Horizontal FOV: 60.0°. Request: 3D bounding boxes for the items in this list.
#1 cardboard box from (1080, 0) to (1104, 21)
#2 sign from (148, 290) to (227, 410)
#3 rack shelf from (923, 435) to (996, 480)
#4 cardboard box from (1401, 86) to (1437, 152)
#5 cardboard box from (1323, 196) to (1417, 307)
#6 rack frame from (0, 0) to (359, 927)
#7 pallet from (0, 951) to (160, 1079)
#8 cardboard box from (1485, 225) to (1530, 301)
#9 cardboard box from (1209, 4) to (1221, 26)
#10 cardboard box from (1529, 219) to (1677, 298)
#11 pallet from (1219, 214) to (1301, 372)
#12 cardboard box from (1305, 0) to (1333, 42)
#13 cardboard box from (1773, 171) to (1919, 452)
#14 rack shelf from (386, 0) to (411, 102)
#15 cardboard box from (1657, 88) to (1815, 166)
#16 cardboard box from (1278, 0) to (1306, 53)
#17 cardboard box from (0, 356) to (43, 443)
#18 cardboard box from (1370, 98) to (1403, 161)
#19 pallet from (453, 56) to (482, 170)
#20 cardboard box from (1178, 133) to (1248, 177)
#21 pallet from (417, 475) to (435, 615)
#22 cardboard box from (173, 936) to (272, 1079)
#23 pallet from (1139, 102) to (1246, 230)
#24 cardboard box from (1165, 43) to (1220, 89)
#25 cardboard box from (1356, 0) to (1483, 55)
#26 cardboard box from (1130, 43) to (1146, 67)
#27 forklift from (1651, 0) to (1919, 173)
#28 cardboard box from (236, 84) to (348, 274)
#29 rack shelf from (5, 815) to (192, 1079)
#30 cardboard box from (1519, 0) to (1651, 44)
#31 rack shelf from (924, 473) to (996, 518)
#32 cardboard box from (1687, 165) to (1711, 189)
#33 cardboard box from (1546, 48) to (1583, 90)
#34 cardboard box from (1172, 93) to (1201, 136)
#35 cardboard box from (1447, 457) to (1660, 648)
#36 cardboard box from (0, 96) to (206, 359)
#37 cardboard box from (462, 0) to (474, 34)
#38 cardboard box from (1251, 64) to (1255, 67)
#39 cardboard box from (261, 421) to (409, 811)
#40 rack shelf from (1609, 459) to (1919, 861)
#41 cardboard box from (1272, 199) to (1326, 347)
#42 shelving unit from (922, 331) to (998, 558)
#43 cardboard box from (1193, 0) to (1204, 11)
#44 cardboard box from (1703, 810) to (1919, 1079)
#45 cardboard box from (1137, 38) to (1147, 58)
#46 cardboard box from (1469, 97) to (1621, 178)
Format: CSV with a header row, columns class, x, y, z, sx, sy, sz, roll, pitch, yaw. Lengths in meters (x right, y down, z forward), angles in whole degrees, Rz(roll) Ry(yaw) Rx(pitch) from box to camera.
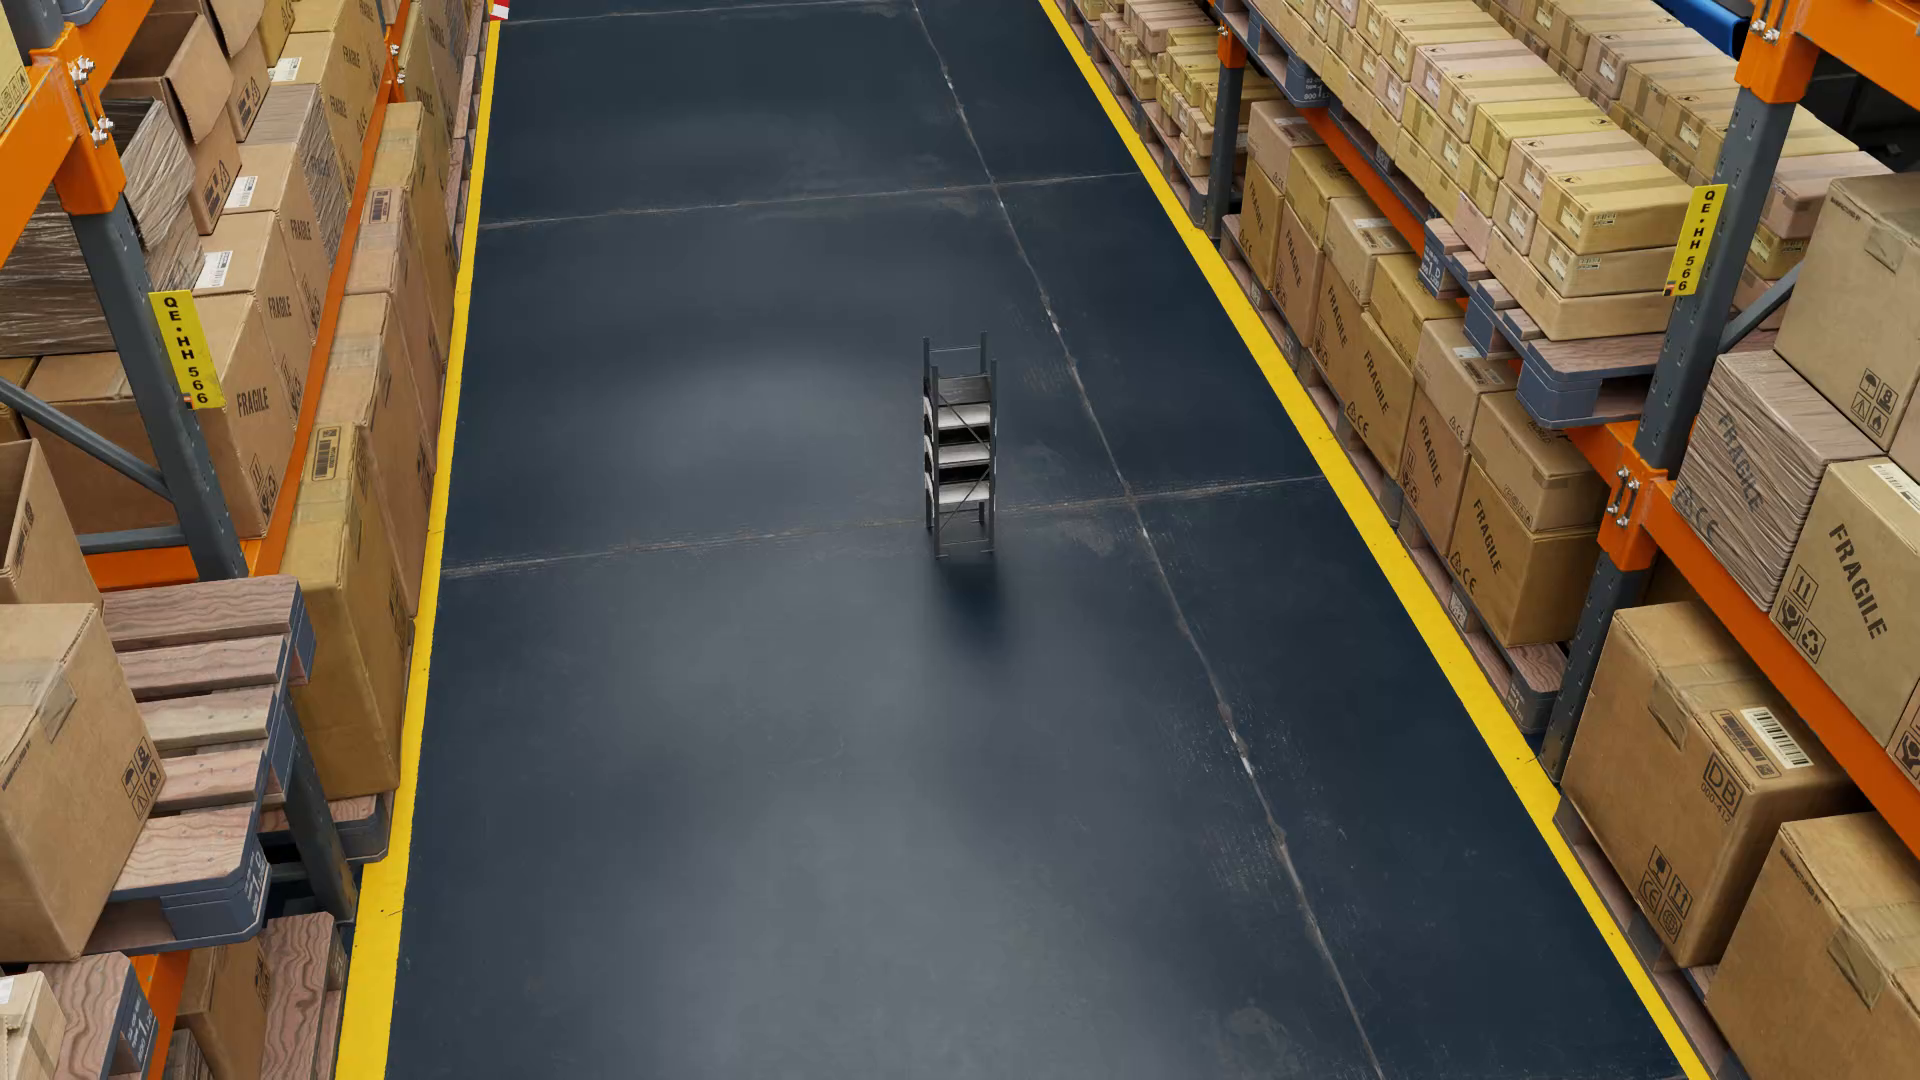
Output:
class,x,y,z,sx,sy,sz,roll,pitch,yaw
cardboard box,0.992,-3.494,10.784,0.380,0.149,0.250,-6,38,-7
sign,-1.865,-0.455,4.012,0.100,0.325,0.005,-6,38,-8
rack shelf,-0.001,-0.334,6.501,0.258,0.077,0.200,-6,38,-8
cardboard box,1.787,-1.493,5.847,0.380,0.149,0.250,-6,38,-8
cardboard box,1.853,-1.224,6.965,0.500,0.250,0.500,-5,38,-6
rack frame,-2.397,0.035,4.260,1.000,3.000,0.127,-6,38,-8
pallet,-2.010,1.302,2.786,1.003,0.211,1.213,-6,38,-8
cardboard box,1.923,-0.903,5.330,0.380,0.149,0.250,-6,38,-8
cardboard box,1.702,-3.153,9.860,0.380,0.149,0.250,-8,39,-10
cardboard box,1.969,-0.871,5.047,0.380,0.149,0.250,-5,38,-7
pallet,1.940,-1.283,8.229,1.003,0.211,1.213,-6,38,-8
cardboard box,1.607,-2.119,6.652,0.380,0.149,0.250,-5,38,-6
cardboard box,2.573,-0.600,4.181,0.700,0.500,0.500,-6,38,-8
rack shelf,-3.449,-3.305,9.146,1.077,0.370,4.000,-6,38,-8
cardboard box,2.525,-1.350,5.420,0.380,0.149,0.250,-6,38,-8
cardboard box,1.556,-2.163,6.952,0.380,0.149,0.250,-6,38,-7
cardboard box,-2.728,-0.276,4.579,0.500,0.500,0.500,-5,38,-7
cardboard box,1.745,-1.528,6.135,0.380,0.149,0.250,-5,38,-7
pallet,-3.372,-2.486,9.778,1.003,0.211,1.213,-6,38,-8
cardboard box,1.398,-2.094,8.982,0.380,0.149,0.250,-6,38,-7
pallet,-2.672,-0.084,6.686,1.003,0.211,1.213,-6,38,-8
cardboard box,-2.260,1.251,4.374,0.700,0.500,0.500,-8,39,-10
pallet,1.650,-2.155,9.351,1.003,0.211,1.213,-6,38,-8
cardboard box,1.349,-2.615,9.168,0.380,0.149,0.250,-7,38,-8
cardboard box,1.697,-1.925,6.160,0.380,0.149,0.250,-5,38,-7
cardboard box,1.237,-2.884,9.999,0.380,0.149,0.250,-6,38,-7
forklift,4.541,-2.571,7.670,1.130,2.935,3.031,-8,39,-10
cardboard box,-2.486,-1.250,5.833,0.500,0.500,0.500,-6,38,-8
rack shelf,-2.047,1.527,2.926,1.077,0.370,4.000,-6,38,-8
cardboard box,2.341,-1.984,6.237,0.380,0.149,0.250,-7,38,-9
rack shelf,-0.001,-0.192,6.611,0.258,0.077,0.200,-6,38,-8
cardboard box,2.567,-1.099,5.340,0.380,0.149,0.250,-4,38,-6
cardboard box,2.389,-1.713,6.130,0.380,0.149,0.250,-7,38,-8
cardboard box,1.375,-2.329,9.043,0.380,0.149,0.250,-8,39,-10
cardboard box,2.131,0.014,5.982,0.500,0.500,0.500,-6,38,-8
cardboard box,-2.509,-0.844,4.493,0.797,0.503,0.637,-5,38,-6
cardboard box,-3.609,-3.746,10.517,0.875,0.875,0.875,-6,38,-8
cardboard box,1.799,-2.715,9.538,0.380,0.149,0.250,-8,39,-10
cardboard box,-2.498,0.289,5.323,1.225,0.875,0.875,-8,39,-10
rack shelf,2.854,1.054,3.534,1.077,0.370,4.000,-6,38,-8
cardboard box,1.765,-1.238,7.594,0.500,0.500,0.500,-5,38,-6
shelving unit,-0.001,-0.360,6.480,0.258,0.900,0.210,-6,38,-8
cardboard box,1.247,-3.257,9.995,0.380,0.149,0.250,-6,38,-8
cardboard box,2.678,1.190,4.265,1.050,0.750,0.750,-6,38,-7
cardboard box,1.272,-2.967,9.863,0.380,0.149,0.250,-8,39,-10
cardboard box,1.879,-1.296,5.351,0.380,0.149,0.250,-5,38,-7
